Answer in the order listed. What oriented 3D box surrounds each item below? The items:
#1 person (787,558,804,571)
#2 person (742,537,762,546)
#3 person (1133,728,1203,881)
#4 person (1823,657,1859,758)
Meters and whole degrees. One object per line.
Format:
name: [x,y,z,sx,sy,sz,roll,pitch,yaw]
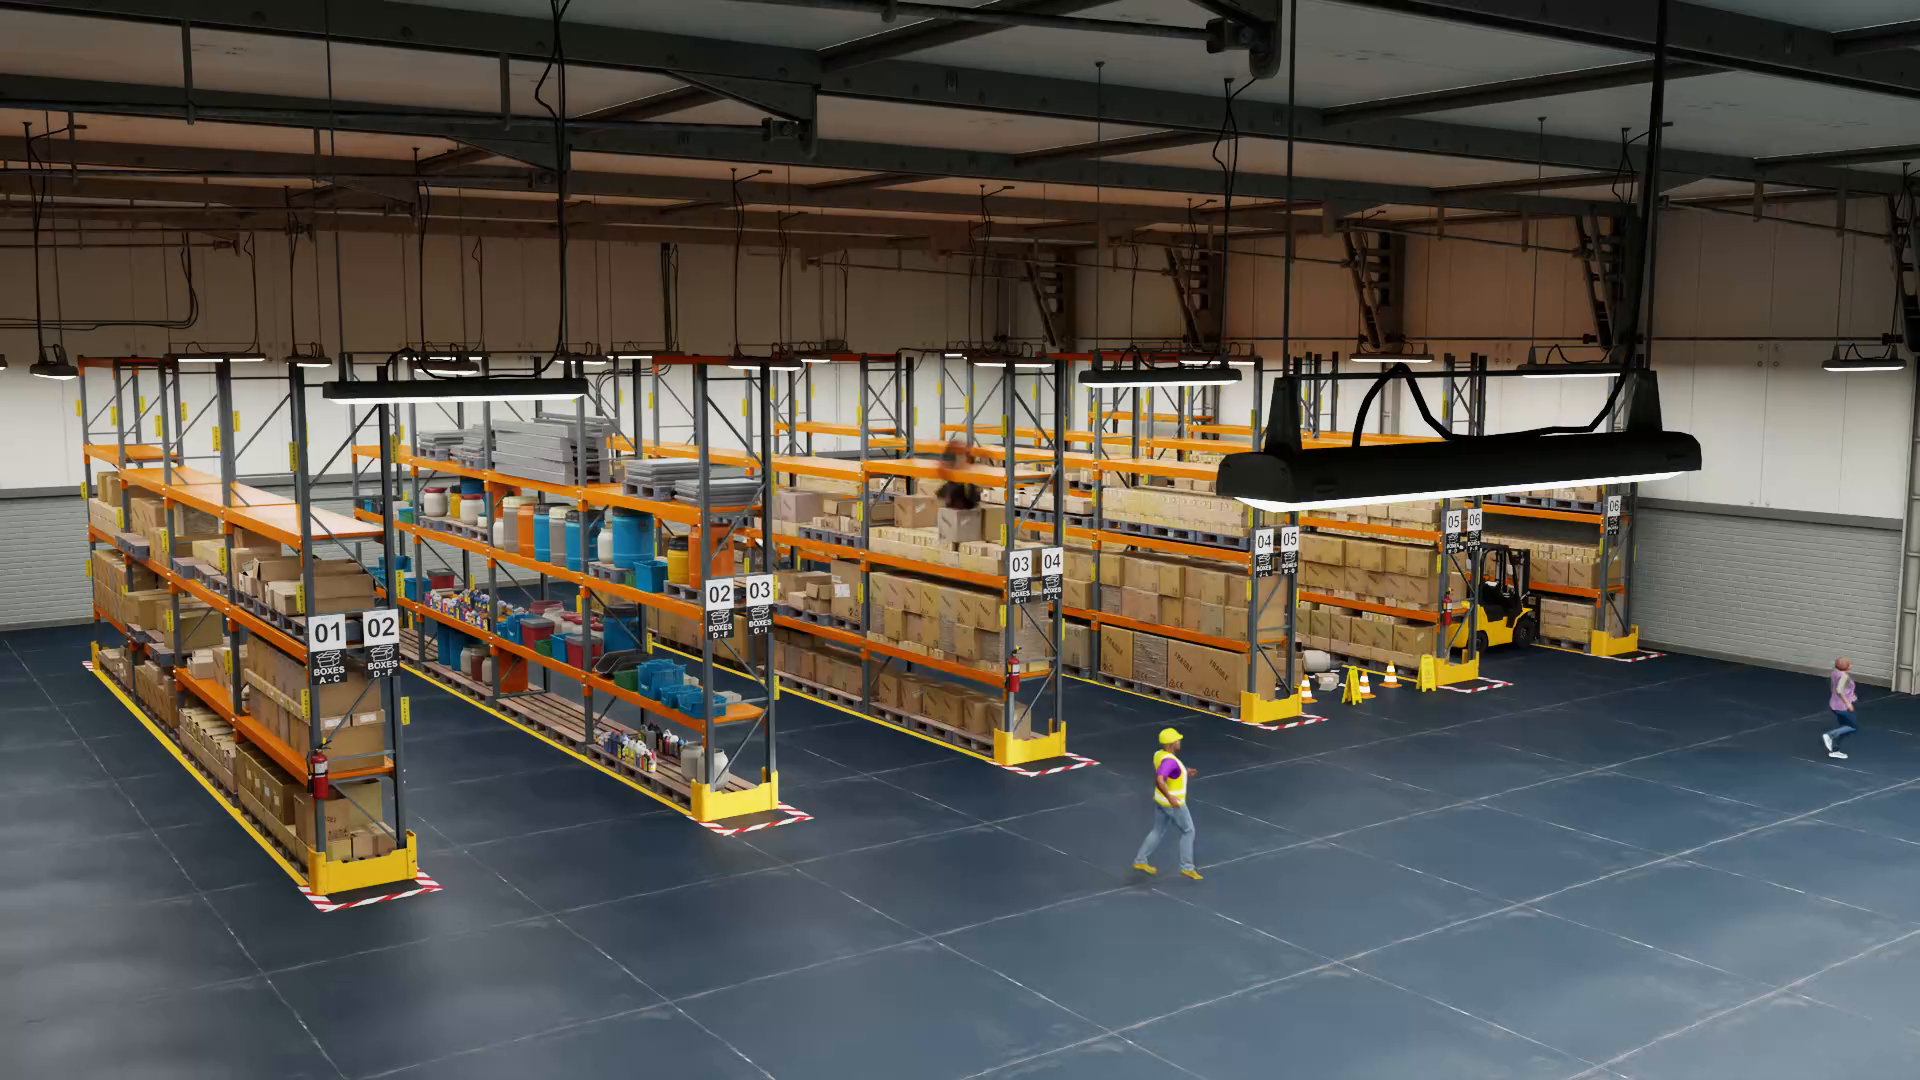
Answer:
person: [-4.104,0.382,42.208,0.633,1.767,0.664,2,7,13]
person: [-5.185,0.522,41.018,0.736,1.693,0.561,3,8,26]
person: [2.439,3.097,19.420,0.820,1.821,0.677,-2,7,-16]
person: [13.306,2.532,25.089,0.543,1.556,0.504,1,7,6]
